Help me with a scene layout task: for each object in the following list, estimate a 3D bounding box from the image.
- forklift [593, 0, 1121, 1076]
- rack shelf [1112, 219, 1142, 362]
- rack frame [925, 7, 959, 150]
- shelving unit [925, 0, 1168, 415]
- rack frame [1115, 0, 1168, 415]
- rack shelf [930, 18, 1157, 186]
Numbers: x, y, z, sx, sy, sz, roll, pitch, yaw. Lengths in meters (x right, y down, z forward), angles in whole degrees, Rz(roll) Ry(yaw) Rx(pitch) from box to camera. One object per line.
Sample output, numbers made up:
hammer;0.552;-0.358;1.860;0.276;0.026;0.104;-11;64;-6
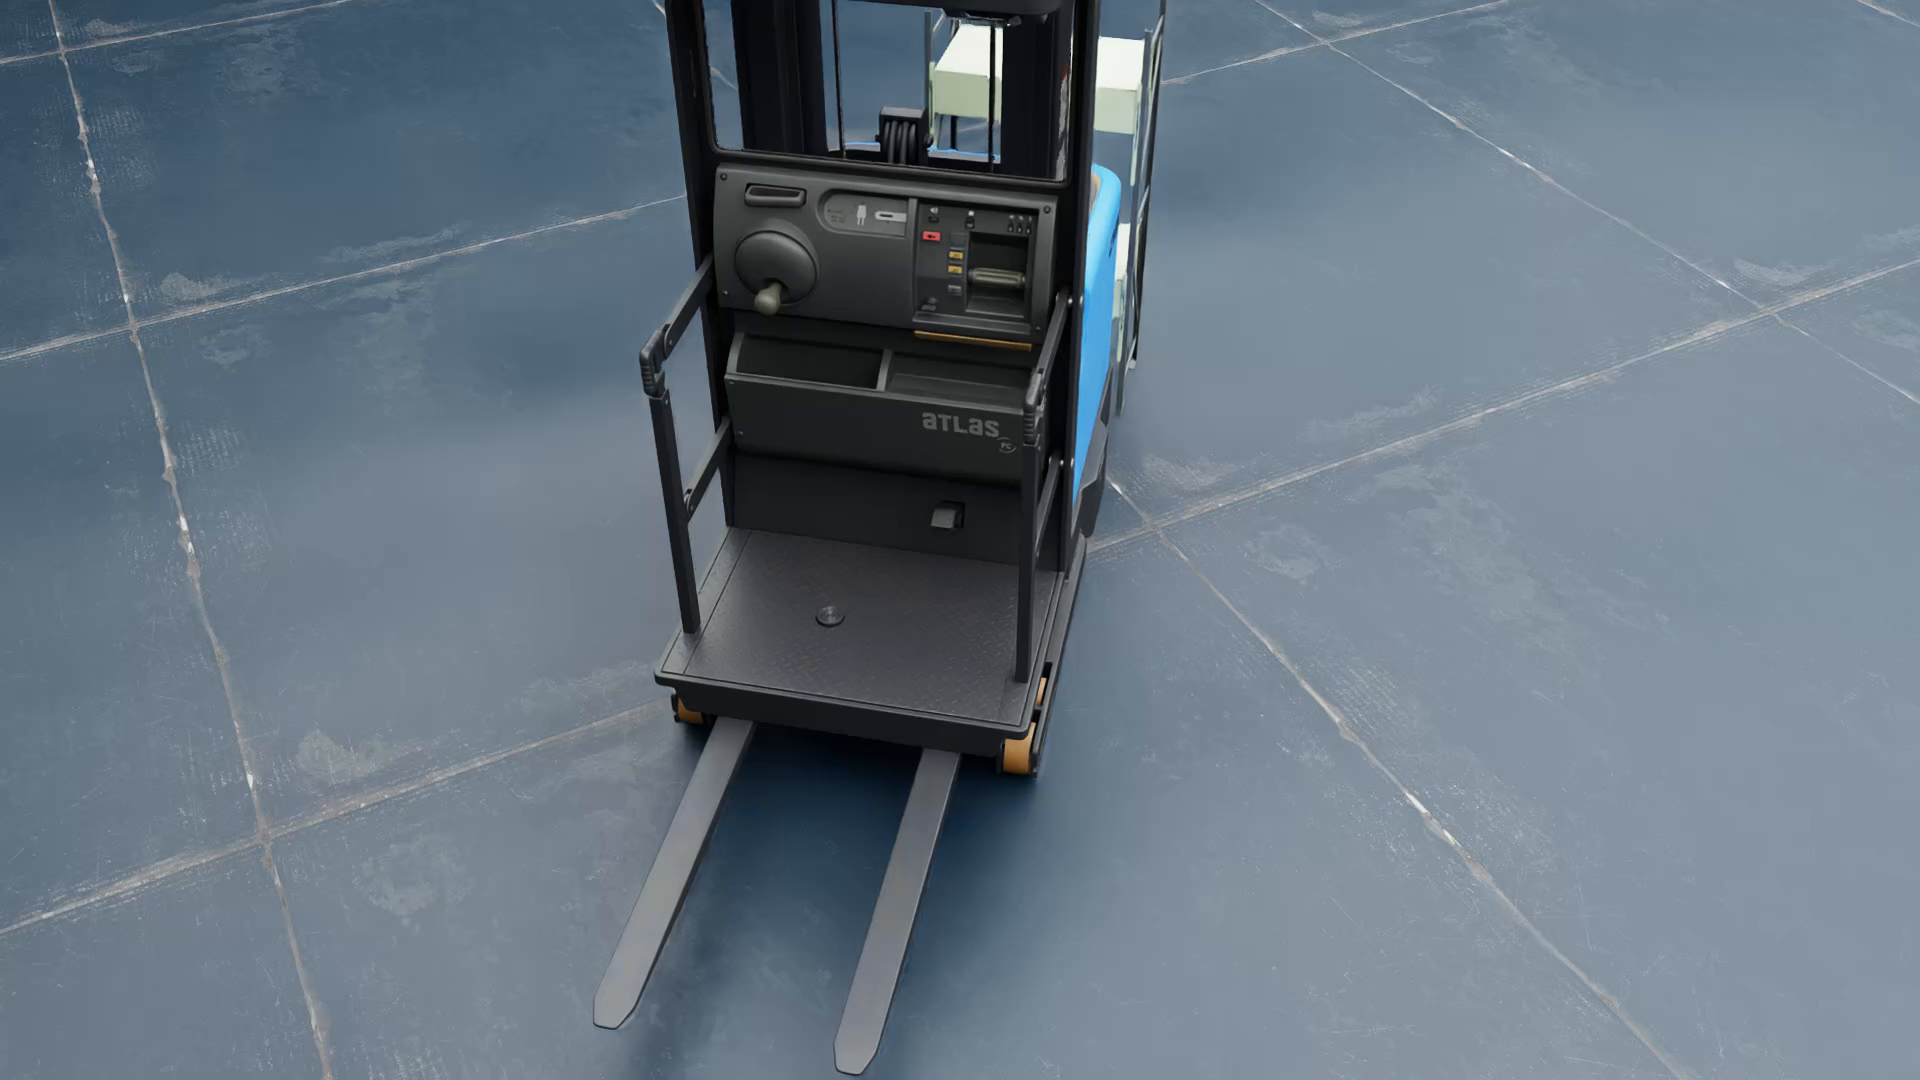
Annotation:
forklift;-0.251;-0.689;4.296;1.130;2.935;3.031;8;41;9
rack shelf;0.292;-0.983;6.249;0.720;0.370;0.431;9;40;10
rack frame;-0.062;-1.290;6.107;0.023;1.500;0.400;9;40;10
shelving unit;0.294;-1.235;6.042;0.755;1.500;0.431;9;40;10
rack frame;0.649;-1.180;5.977;0.023;1.500;0.400;9;40;10
rack shelf;0.295;-1.536;5.795;0.720;0.370;0.431;9;40;10
